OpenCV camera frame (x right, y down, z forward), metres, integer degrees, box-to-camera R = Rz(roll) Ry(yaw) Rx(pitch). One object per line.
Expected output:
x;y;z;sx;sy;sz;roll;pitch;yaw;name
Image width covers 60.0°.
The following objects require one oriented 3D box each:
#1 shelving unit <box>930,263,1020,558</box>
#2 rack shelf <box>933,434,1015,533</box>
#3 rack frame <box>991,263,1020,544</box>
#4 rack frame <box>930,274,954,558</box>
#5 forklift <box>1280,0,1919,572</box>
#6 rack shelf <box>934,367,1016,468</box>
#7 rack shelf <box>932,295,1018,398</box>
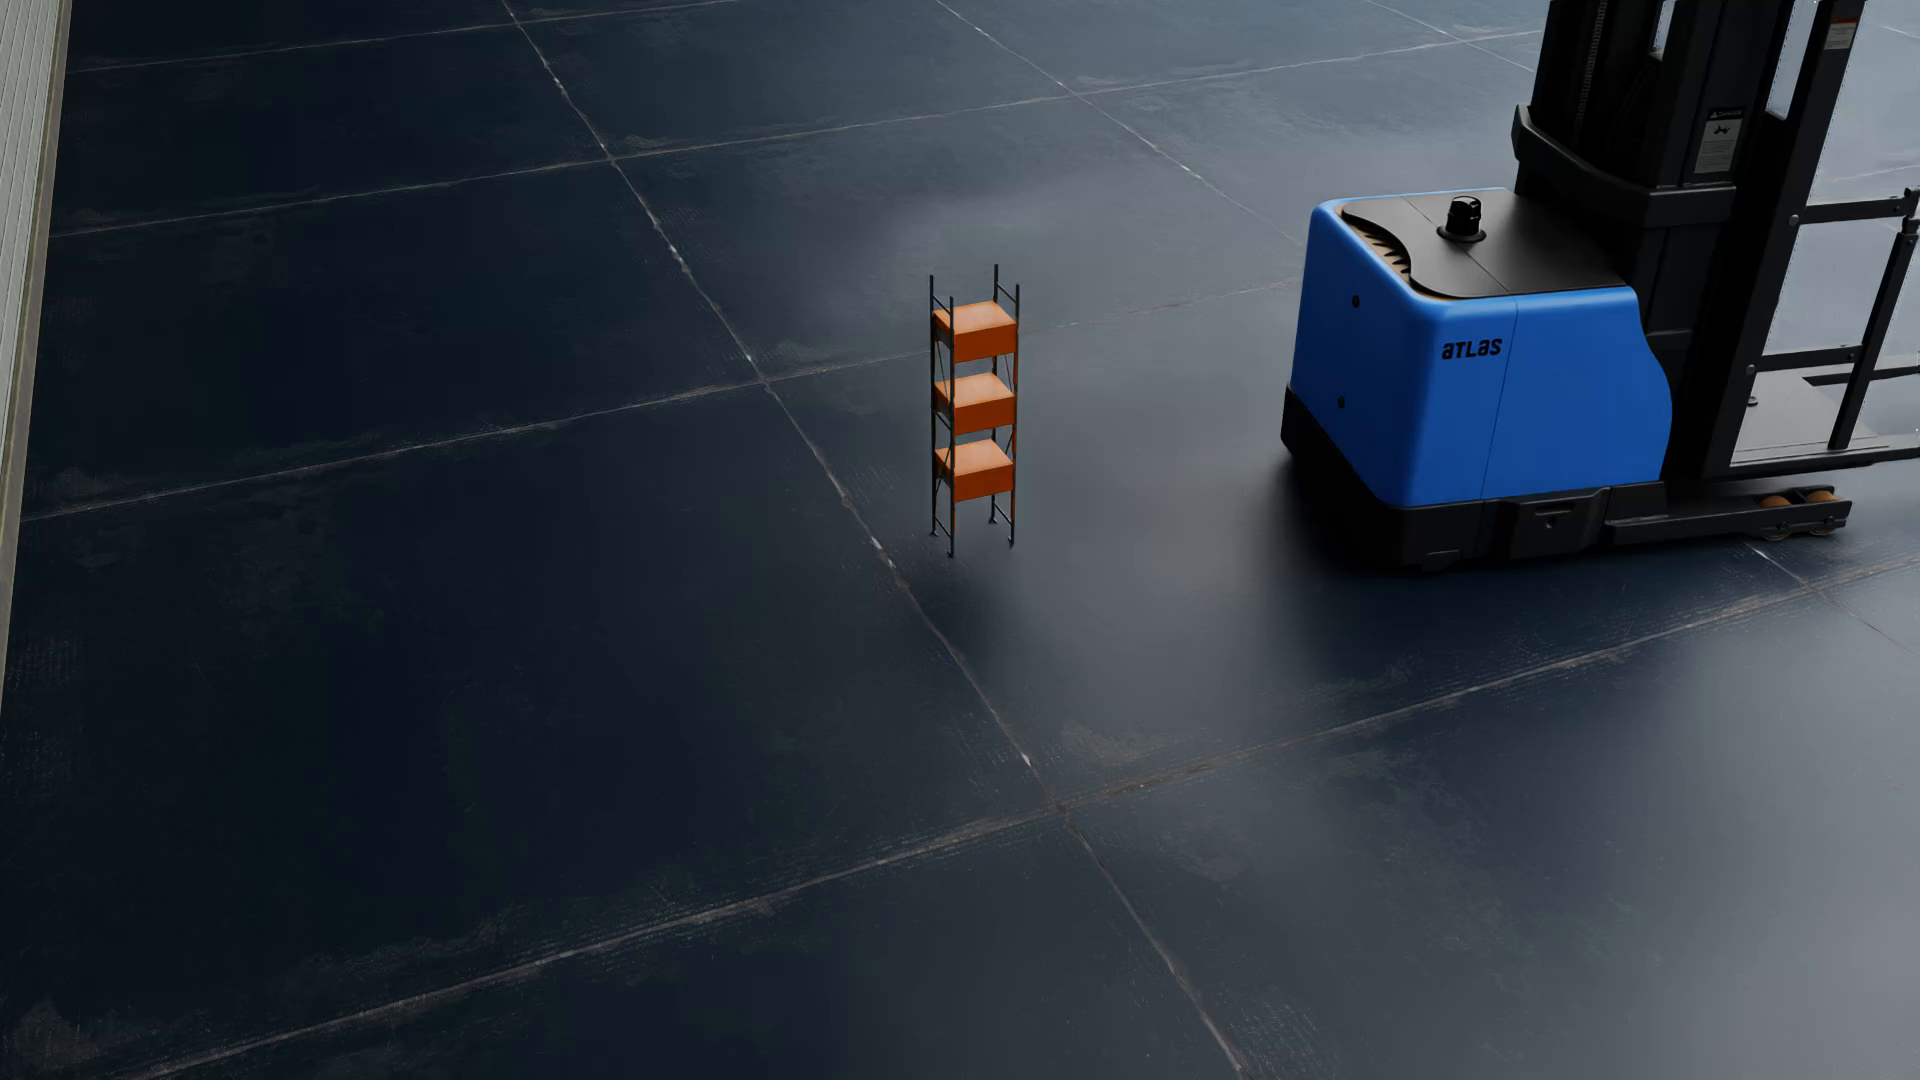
0.049;-0.451;5.981;0.252;1.050;0.215;-13;35;-19;shelving unit
0.049;-0.210;6.138;0.240;0.259;0.215;-13;35;-19;rack shelf
0.162;-0.477;6.021;0.008;1.050;0.200;-13;35;-19;rack frame
-0.063;-0.426;5.941;0.008;1.050;0.200;-13;35;-19;rack frame
2.870;-1.503;5.872;3.031;2.935;1.130;-6;34;-9;forklift
0.049;-0.442;5.987;0.240;0.259;0.215;-13;35;-19;rack shelf
0.049;-0.680;5.832;0.240;0.259;0.215;-13;35;-19;rack shelf
